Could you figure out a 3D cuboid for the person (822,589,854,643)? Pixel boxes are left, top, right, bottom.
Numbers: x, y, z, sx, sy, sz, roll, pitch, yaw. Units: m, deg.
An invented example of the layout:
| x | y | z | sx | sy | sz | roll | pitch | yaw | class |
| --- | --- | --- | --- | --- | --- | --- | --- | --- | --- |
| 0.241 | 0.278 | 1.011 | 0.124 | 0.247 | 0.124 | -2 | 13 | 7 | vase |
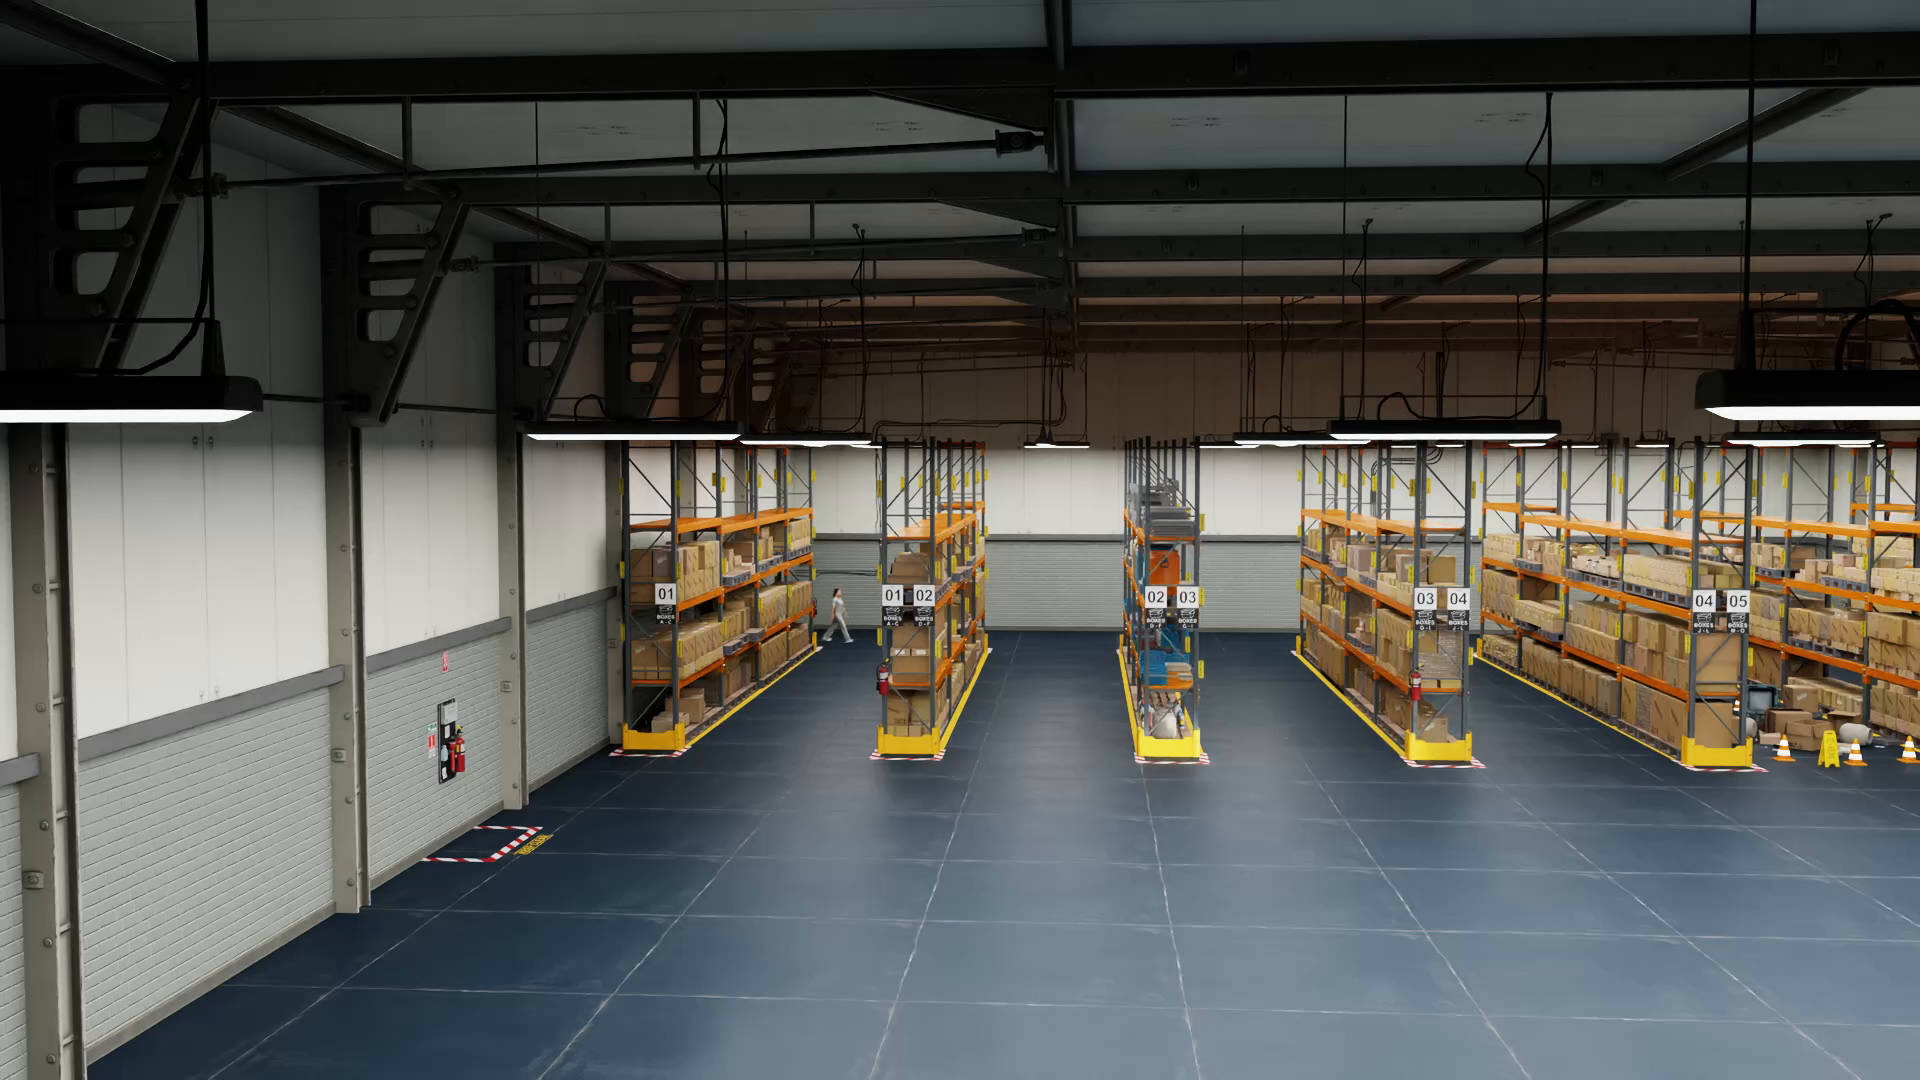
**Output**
| x | y | z | sx | sy | sz | roll | pitch | yaw | class |
| --- | --- | --- | --- | --- | --- | --- | --- | --- | --- |
| -3.624 | 2.262 | 49.613 | 1.051 | 1.602 | 0.450 | 1 | 3 | 14 | person |
